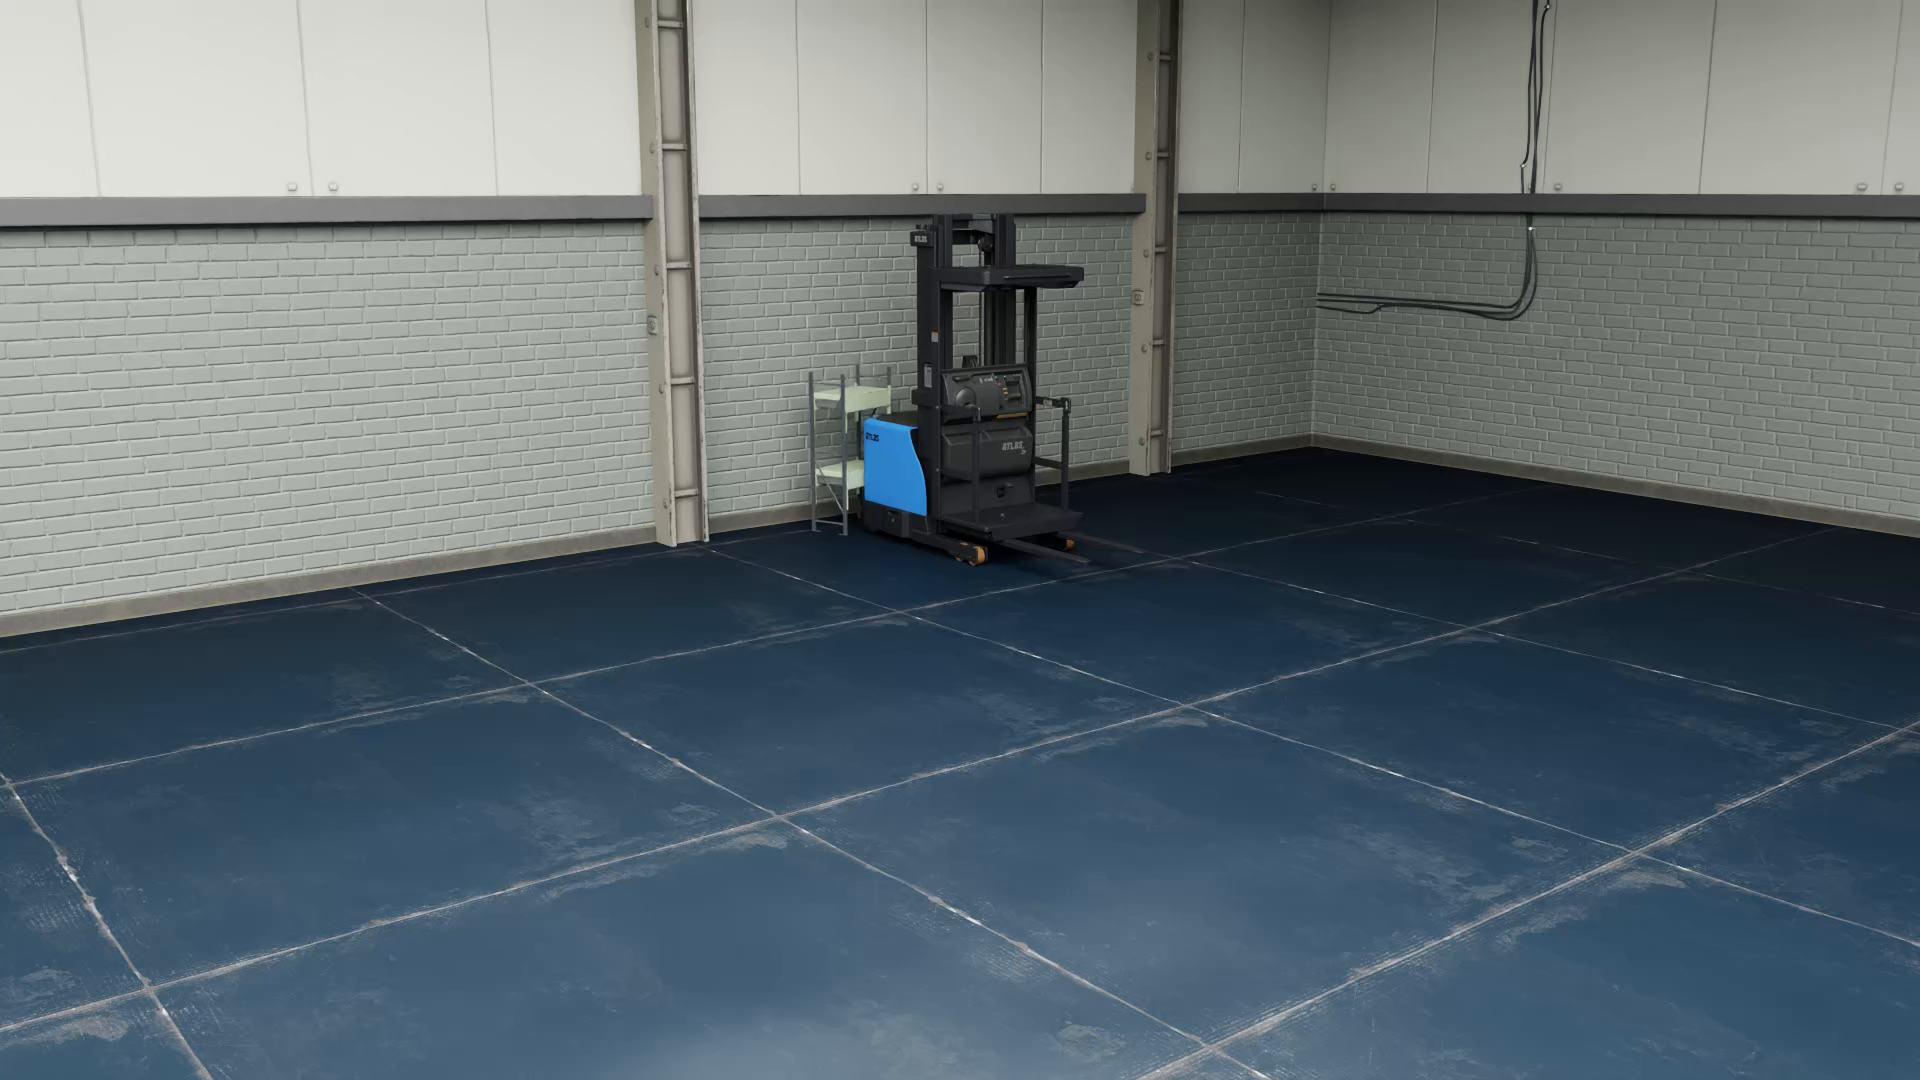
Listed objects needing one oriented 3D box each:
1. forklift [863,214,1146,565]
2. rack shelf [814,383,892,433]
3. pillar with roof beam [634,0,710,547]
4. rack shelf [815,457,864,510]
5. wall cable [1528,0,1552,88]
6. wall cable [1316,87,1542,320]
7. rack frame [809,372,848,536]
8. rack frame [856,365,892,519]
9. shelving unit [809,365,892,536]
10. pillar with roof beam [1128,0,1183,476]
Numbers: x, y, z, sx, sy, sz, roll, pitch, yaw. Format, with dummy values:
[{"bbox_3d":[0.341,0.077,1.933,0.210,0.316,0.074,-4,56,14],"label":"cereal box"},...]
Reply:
[{"bbox_3d":[0.371,-1.330,14.457,1.130,2.935,3.031,-9,15,-36],"label":"forklift"},{"bbox_3d":[-1.023,-1.243,15.612,0.431,0.370,0.720,7,14,32],"label":"rack shelf"},{"bbox_3d":[0.151,-3.694,10.984,0.400,9.000,9.100,-9,15,-38],"label":"pillar with roof beam"},{"bbox_3d":[-1.022,-0.542,15.759,0.431,0.370,0.720,7,14,32],"label":"rack shelf"},{"bbox_3d":[6.963,-5.852,16.460,0.112,2.526,3.097,-9,15,-38],"label":"wall cable"},{"bbox_3d":[5.273,-3.820,19.051,0.112,2.526,3.097,-9,15,-38],"label":"wall cable"},{"bbox_3d":[-1.219,-0.797,15.390,0.400,1.500,0.023,7,14,32],"label":"rack frame"},{"bbox_3d":[-0.826,-0.925,15.994,0.400,1.500,0.023,7,14,32],"label":"rack frame"},{"bbox_3d":[-1.022,-0.861,15.692,0.431,1.500,0.755,7,14,32],"label":"shelving unit"},{"bbox_3d":[4.836,-4.473,14.650,0.400,9.000,9.100,-9,15,-38],"label":"pillar with roof beam"}]
